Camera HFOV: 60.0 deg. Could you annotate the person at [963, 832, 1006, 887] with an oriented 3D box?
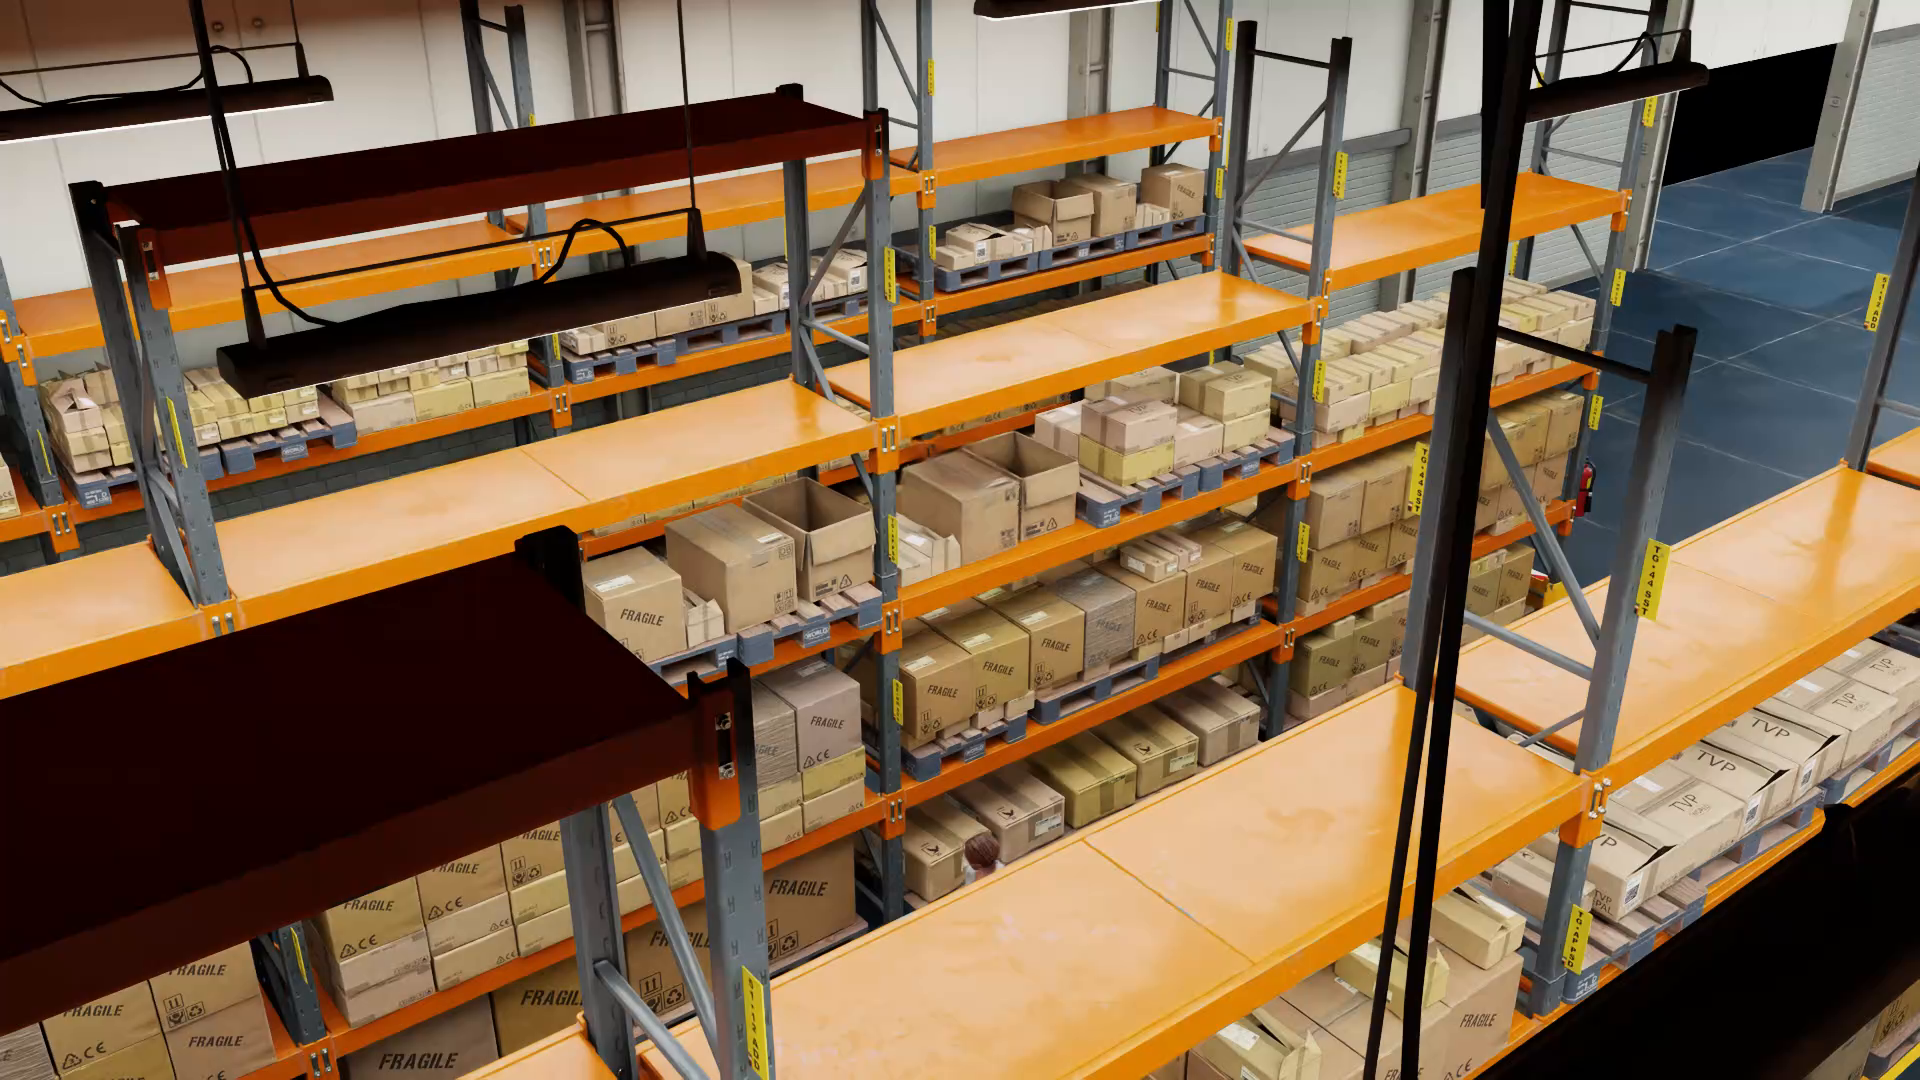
[{"bbox_3d":[0.180,2.542,10.660,0.474,1.551,0.446,23,35,39],"label":"person"}]
